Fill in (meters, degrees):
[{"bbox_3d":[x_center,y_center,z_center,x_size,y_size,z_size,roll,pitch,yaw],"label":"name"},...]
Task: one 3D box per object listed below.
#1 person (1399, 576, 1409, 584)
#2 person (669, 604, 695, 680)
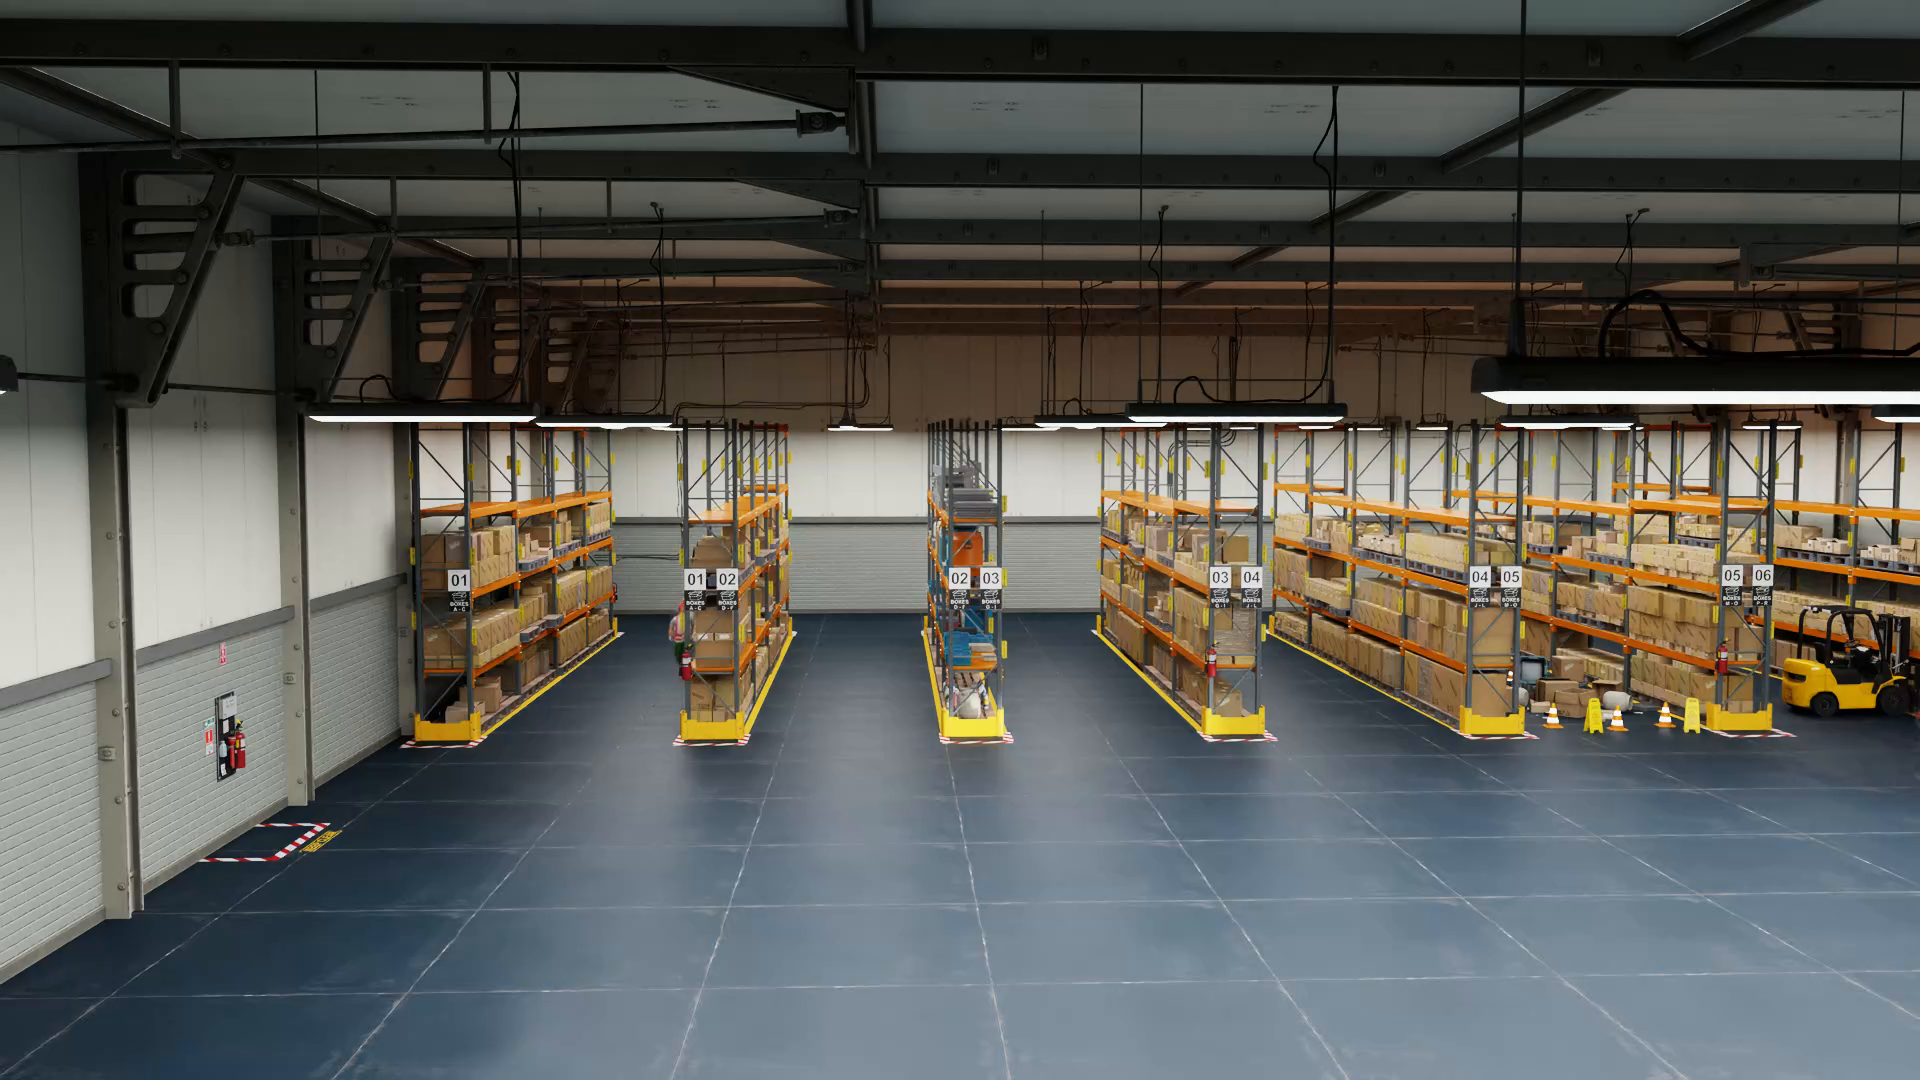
[{"bbox_3d":[13.075,1.781,49.089,0.769,1.649,0.578,-1,4,-12],"label":"person"},{"bbox_3d":[-6.468,2.364,38.862,0.646,1.748,0.797,0,4,-7],"label":"person"}]
